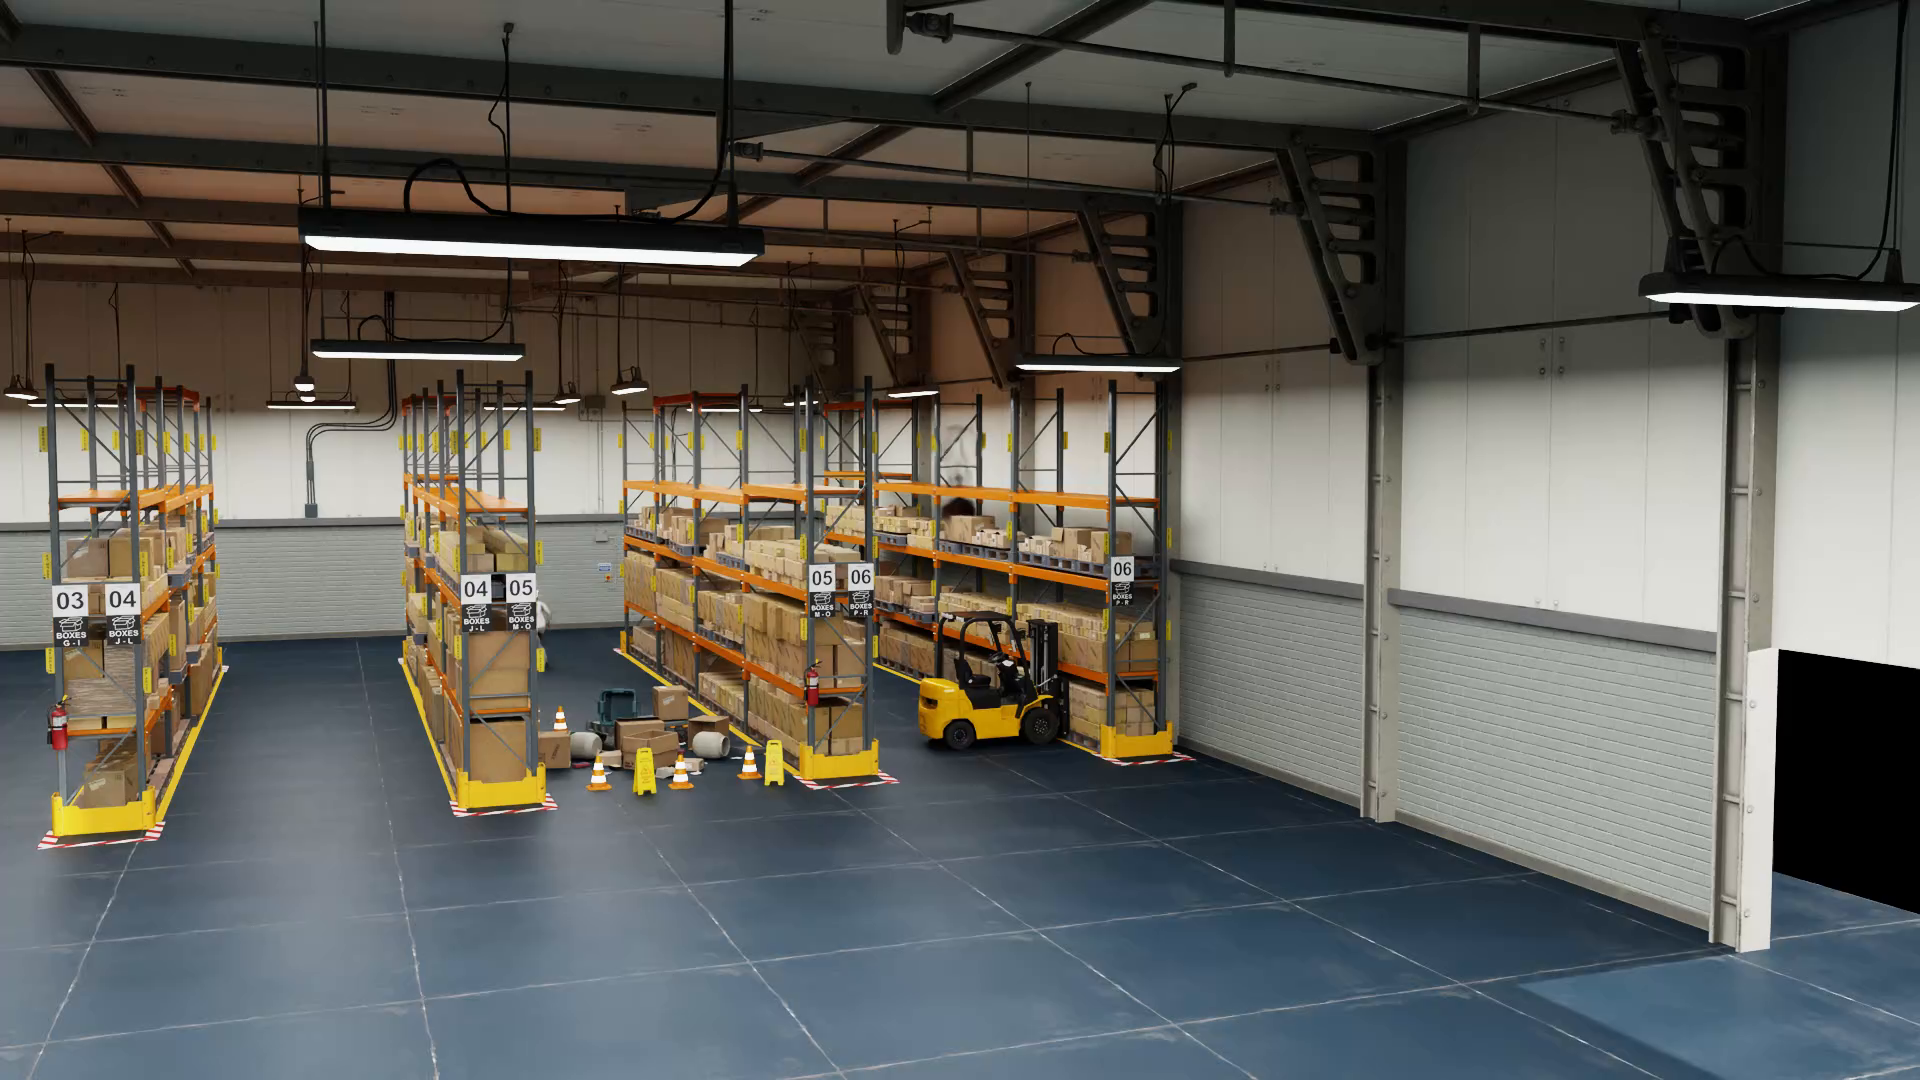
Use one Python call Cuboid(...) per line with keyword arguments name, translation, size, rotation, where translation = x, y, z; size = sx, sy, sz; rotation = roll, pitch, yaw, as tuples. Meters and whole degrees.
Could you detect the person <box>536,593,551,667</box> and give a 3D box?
Cuboid(name="person", translation=(-9.451, 2.002, 37.093), size=(0.661, 1.724, 0.871), rotation=(-2, 4, -29))
